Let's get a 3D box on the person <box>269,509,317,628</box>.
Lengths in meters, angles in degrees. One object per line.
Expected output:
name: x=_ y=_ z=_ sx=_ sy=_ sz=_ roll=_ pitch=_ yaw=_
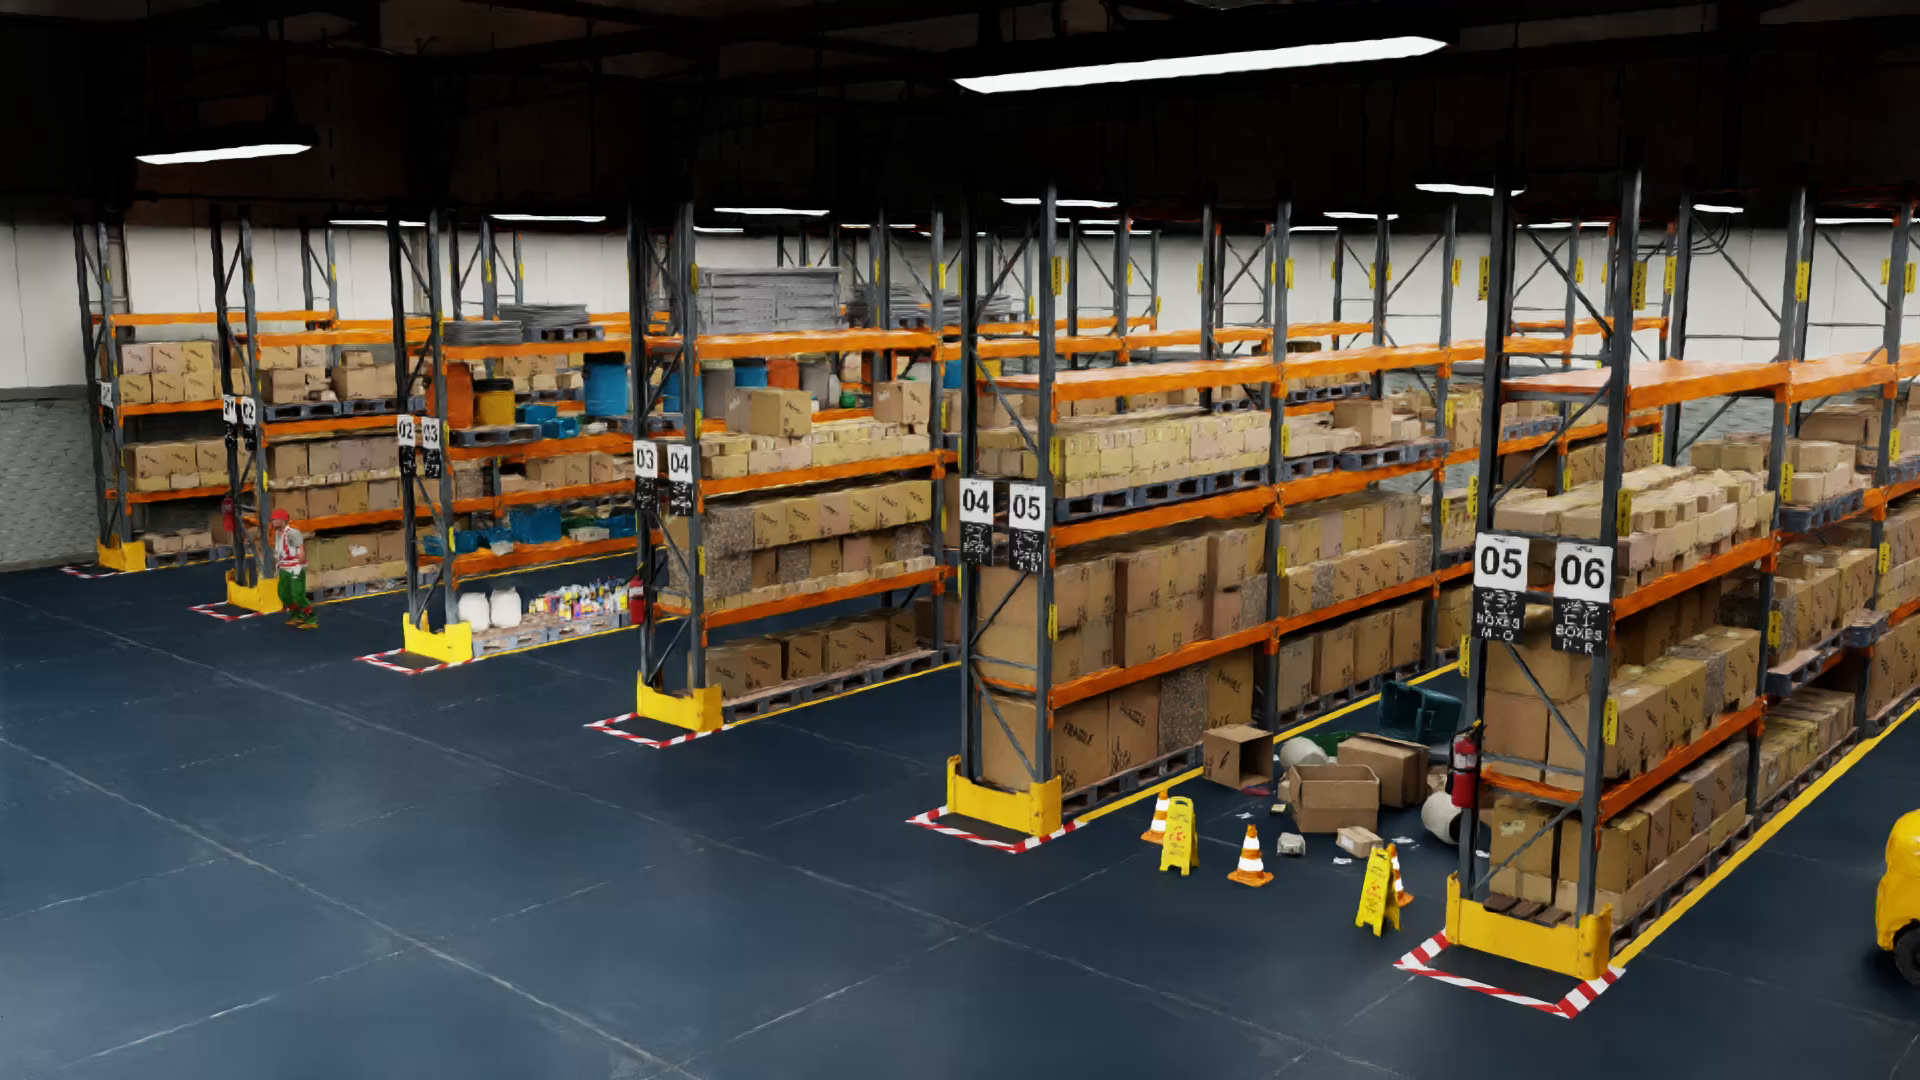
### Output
person: x=-9.516 y=0.403 z=23.650 sx=0.677 sy=1.742 sz=0.552 roll=8 pitch=12 yaw=39

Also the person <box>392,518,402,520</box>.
person: x=-9.939 y=-0.584 z=29.732 sx=0.430 sy=1.653 sz=0.530 roll=2 pitch=10 yaw=12
